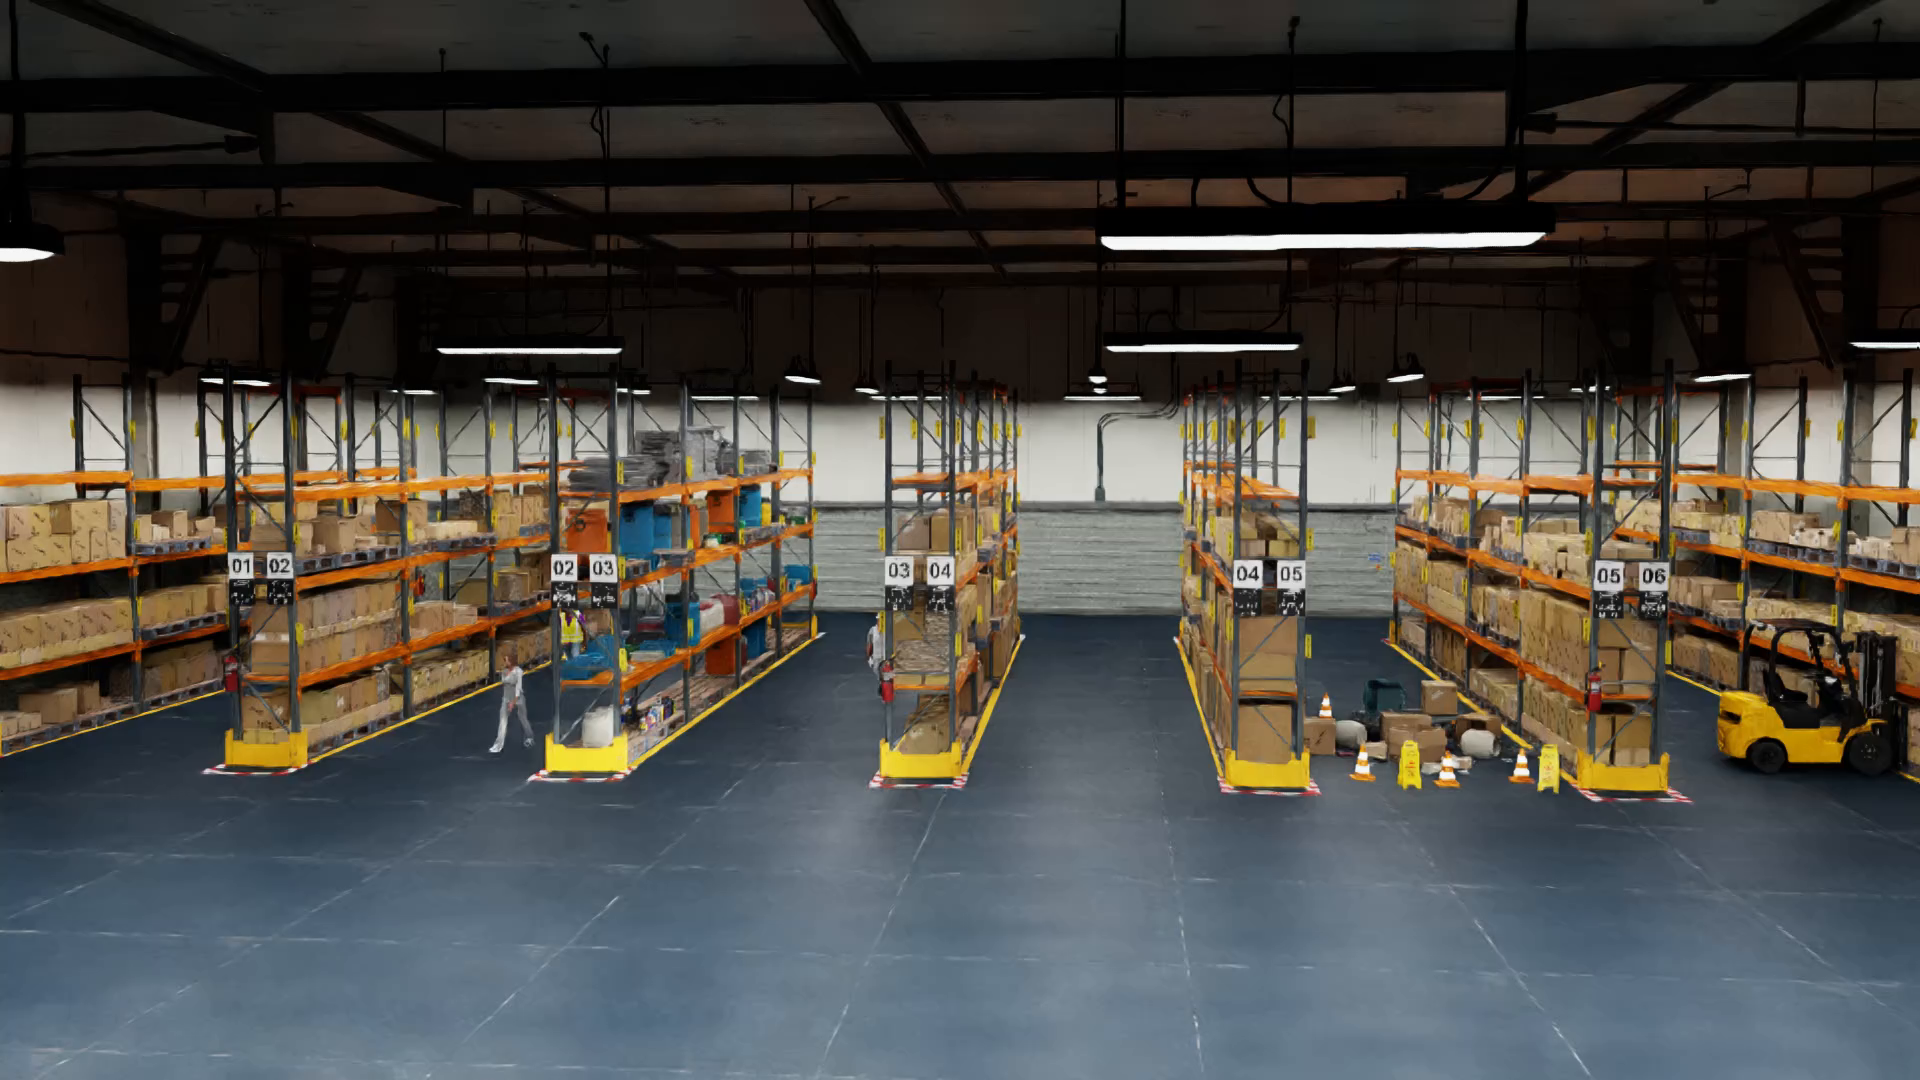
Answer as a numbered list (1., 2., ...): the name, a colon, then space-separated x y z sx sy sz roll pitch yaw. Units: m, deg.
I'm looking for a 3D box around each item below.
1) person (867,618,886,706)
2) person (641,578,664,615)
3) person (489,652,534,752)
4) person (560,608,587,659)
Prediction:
1. person: -1.422 2.163 30.332 0.553 1.661 1.123 1 4 8
2. person: -8.006 1.336 43.419 0.639 1.610 0.797 -1 4 -11
3. person: -6.990 2.510 25.994 0.393 1.529 0.957 1 4 16
4. person: -7.688 1.985 32.786 0.583 1.686 1.111 0 4 4
